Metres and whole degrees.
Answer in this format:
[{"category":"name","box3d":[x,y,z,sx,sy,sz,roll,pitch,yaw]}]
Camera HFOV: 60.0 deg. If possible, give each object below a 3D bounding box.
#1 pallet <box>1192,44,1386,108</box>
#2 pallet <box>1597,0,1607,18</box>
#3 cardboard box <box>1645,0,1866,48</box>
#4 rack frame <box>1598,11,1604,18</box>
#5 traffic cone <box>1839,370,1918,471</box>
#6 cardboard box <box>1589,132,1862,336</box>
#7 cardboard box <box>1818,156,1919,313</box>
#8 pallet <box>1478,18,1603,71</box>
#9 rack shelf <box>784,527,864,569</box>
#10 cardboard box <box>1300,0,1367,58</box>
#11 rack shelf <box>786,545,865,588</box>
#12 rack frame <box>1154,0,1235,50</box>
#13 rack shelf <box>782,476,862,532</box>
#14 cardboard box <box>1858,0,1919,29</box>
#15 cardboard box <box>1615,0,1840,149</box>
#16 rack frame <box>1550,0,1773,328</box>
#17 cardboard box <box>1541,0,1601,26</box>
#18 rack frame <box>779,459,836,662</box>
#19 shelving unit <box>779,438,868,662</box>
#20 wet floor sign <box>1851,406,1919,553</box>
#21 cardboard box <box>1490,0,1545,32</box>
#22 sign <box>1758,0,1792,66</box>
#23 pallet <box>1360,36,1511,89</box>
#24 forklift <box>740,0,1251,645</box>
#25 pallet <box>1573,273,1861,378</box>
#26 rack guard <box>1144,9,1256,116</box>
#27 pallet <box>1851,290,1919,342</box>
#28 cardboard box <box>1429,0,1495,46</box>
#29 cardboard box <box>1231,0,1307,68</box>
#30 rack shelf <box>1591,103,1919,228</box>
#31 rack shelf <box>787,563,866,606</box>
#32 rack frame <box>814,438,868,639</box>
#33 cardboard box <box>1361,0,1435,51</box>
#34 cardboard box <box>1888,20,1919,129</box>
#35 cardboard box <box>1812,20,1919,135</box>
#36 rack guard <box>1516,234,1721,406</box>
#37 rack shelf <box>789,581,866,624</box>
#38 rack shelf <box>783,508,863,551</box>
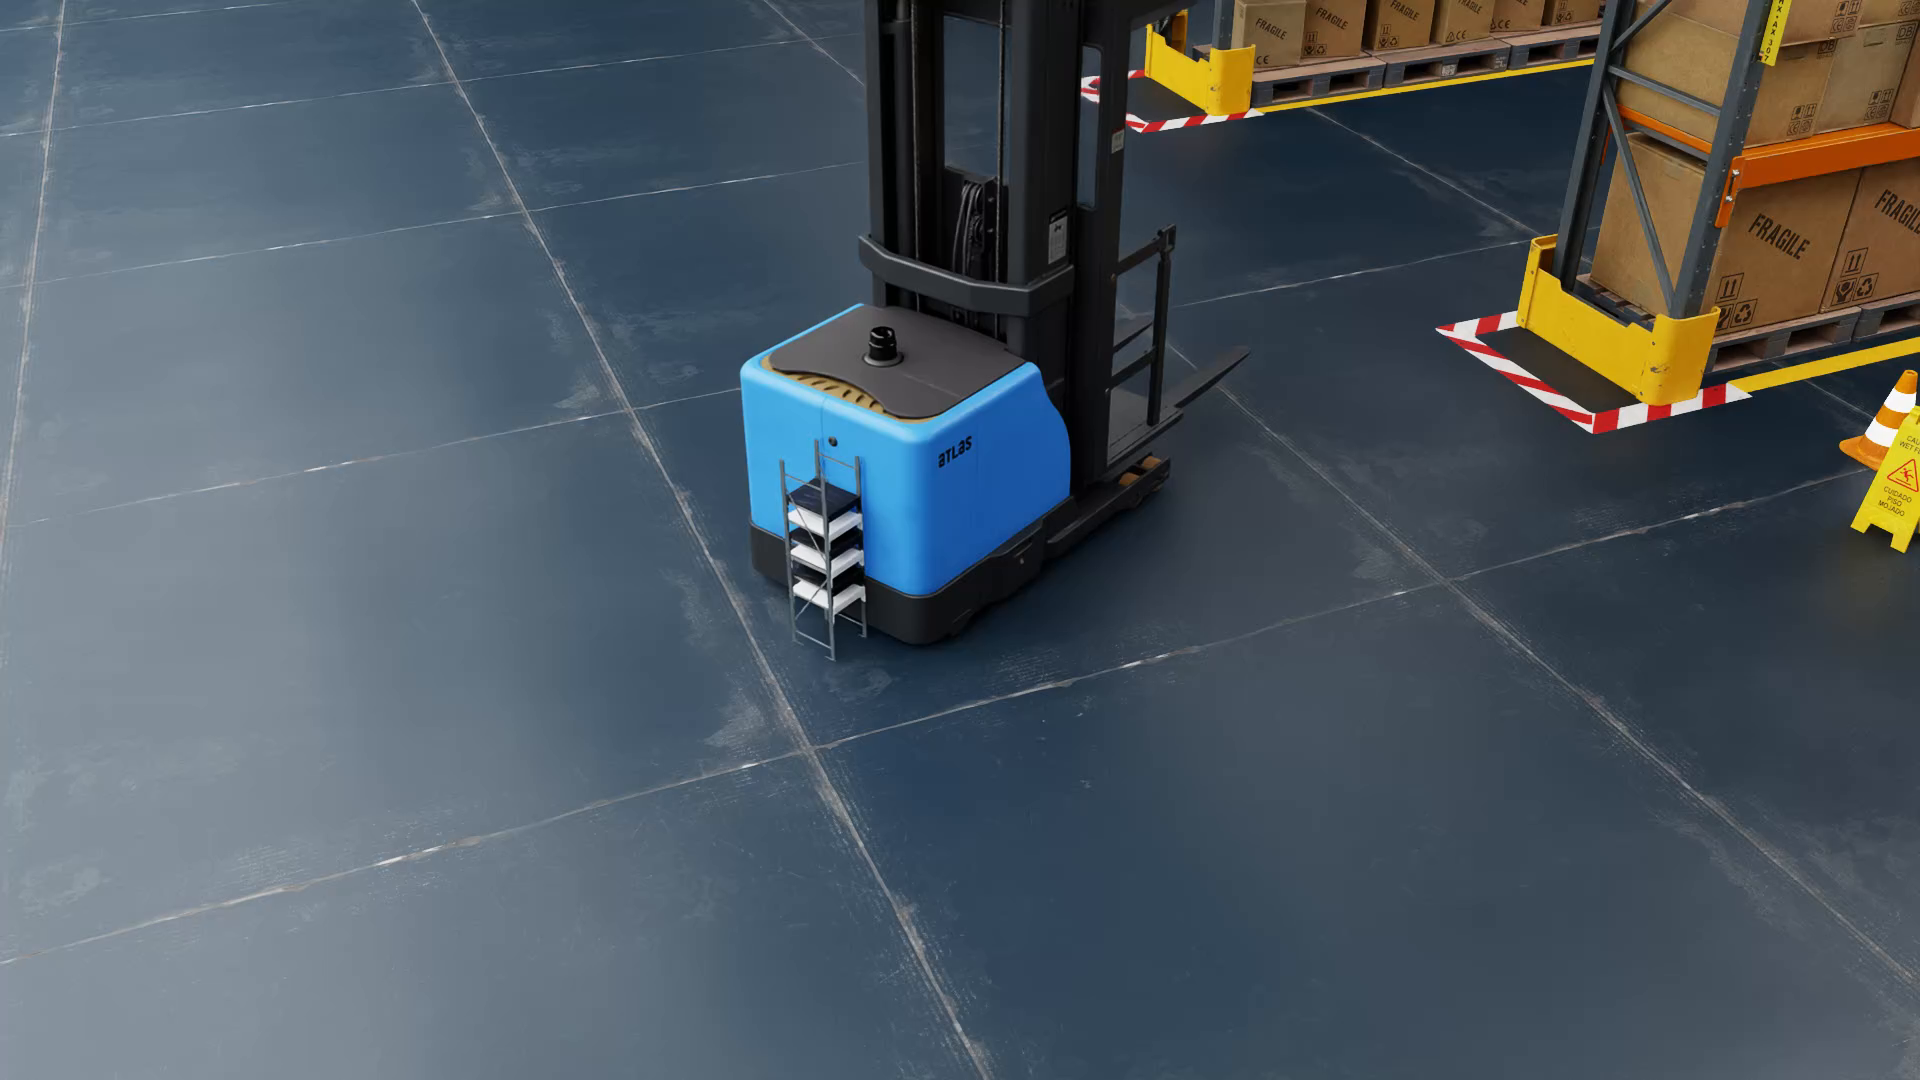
[{"category":"pallet","box3d":[2.636,-3.809,13.410,1.213,0.211,1.003,-13,35,-19]},{"category":"pallet","box3d":[6.209,-4.649,14.701,1.213,0.211,1.003,-13,35,-19]},{"category":"cardboard box","box3d":[3.987,-2.867,8.278,0.550,0.550,0.875,-13,35,-19]},{"category":"rack frame","box3d":[5.491,-5.652,13.687,0.127,3.000,1.000,-13,35,-19]},{"category":"traffic cone","box3d":[4.670,-0.627,8.290,0.334,0.463,0.336,-13,35,-19]},{"category":"cardboard box","box3d":[4.230,-1.754,9.259,0.875,0.875,0.875,-13,35,-19]},{"category":"cardboard box","box3d":[5.040,-1.941,9.546,0.875,0.875,0.875,-13,35,-20]},{"category":"pallet","box3d":[4.886,-4.324,14.202,1.213,0.211,1.003,-13,35,-19]},{"category":"rack shelf","box3d":[-0.556,0.003,6.815,0.258,0.077,0.200,23,40,31]},{"category":"cardboard box","box3d":[2.923,-4.203,13.366,0.500,0.500,0.500,-4,33,-6]},{"category":"rack shelf","box3d":[-0.556,0.078,6.864,0.258,0.077,0.200,23,40,31]},{"category":"rack frame","box3d":[1.803,-4.808,12.389,0.127,3.000,1.000,-13,35,-19]},{"category":"rack shelf","box3d":[-0.557,-0.147,6.716,0.258,0.077,0.200,23,40,31]},{"category":"cardboard box","box3d":[4.459,-3.029,8.528,0.550,0.550,0.875,-13,35,-19]},{"category":"cardboard box","box3d":[3.955,-2.456,8.637,0.550,0.550,0.875,-13,35,-19]},{"category":"rack frame","box3d":[3.630,-2.292,8.523,0.127,3.000,1.000,-13,35,-19]},{"category":"cardboard box","box3d":[5.107,-4.716,14.155,0.500,0.500,0.500,-14,36,-20]},{"category":"rack frame","box3d":[-0.618,0.095,6.779,0.240,0.900,0.006,23,40,31]},{"category":"shelving unit","box3d":[-0.556,0.050,6.846,0.258,0.900,0.210,23,40,31]},{"category":"wet floor sign","box3d":[4.370,-0.304,7.625,0.232,0.644,0.267,-19,38,-27]},{"category":"cardboard box","box3d":[4.582,-4.592,13.963,0.500,0.500,0.500,-2,33,-4]},{"category":"sign","box3d":[3.839,-2.408,7.834,0.005,0.325,0.100,-13,35,-19]},{"category":"pallet","box3d":[3.759,-4.064,13.803,1.213,0.211,1.003,-13,35,-19]},{"category":"forklift","box3d":[0.370,-1.533,7.419,1.130,2.935,3.031,23,40,31]},{"category":"pallet","box3d":[4.337,-1.332,9.603,1.213,0.211,1.003,-13,35,-19]},{"category":"rack guard","box3d":[1.873,-3.776,13.095,0.348,0.500,1.175,-13,35,-19]},{"category":"pallet","box3d":[5.460,-1.587,9.996,1.213,0.211,1.003,-13,35,-19]},{"category":"cardboard box","box3d":[4.040,-4.421,13.701,0.500,0.500,0.500,-16,36,-23]},{"category":"cardboard box","box3d":[2.385,-4.060,13.146,0.500,0.500,0.500,-7,34,-10]},{"category":"rack shelf","box3d":[5.474,-2.413,9.368,4.000,0.370,1.077,-13,35,-19]},{"category":"rack shelf","box3d":[-0.555,0.153,6.914,0.258,0.077,0.200,23,40,31]},{"category":"rack frame","box3d":[-0.493,0.006,6.913,0.240,0.900,0.006,23,40,31]},{"category":"cardboard box","box3d":[3.508,-4.326,13.555,0.500,0.500,0.500,-10,34,-14]},{"category":"cardboard box","box3d":[5.018,-2.639,8.917,0.550,0.550,0.875,-13,35,-19]},{"category":"cardboard box","box3d":[4.453,-2.584,8.833,0.550,0.550,0.875,-13,35,-19]},{"category":"rack guard","box3d":[3.608,-1.240,9.197,0.348,0.500,1.175,-13,35,-19]},{"category":"rack shelf","box3d":[-0.555,0.228,6.963,0.258,0.077,0.200,23,40,31]},{"category":"rack shelf","box3d":[-0.556,-0.072,6.765,0.258,0.077,0.200,23,40,31]}]
